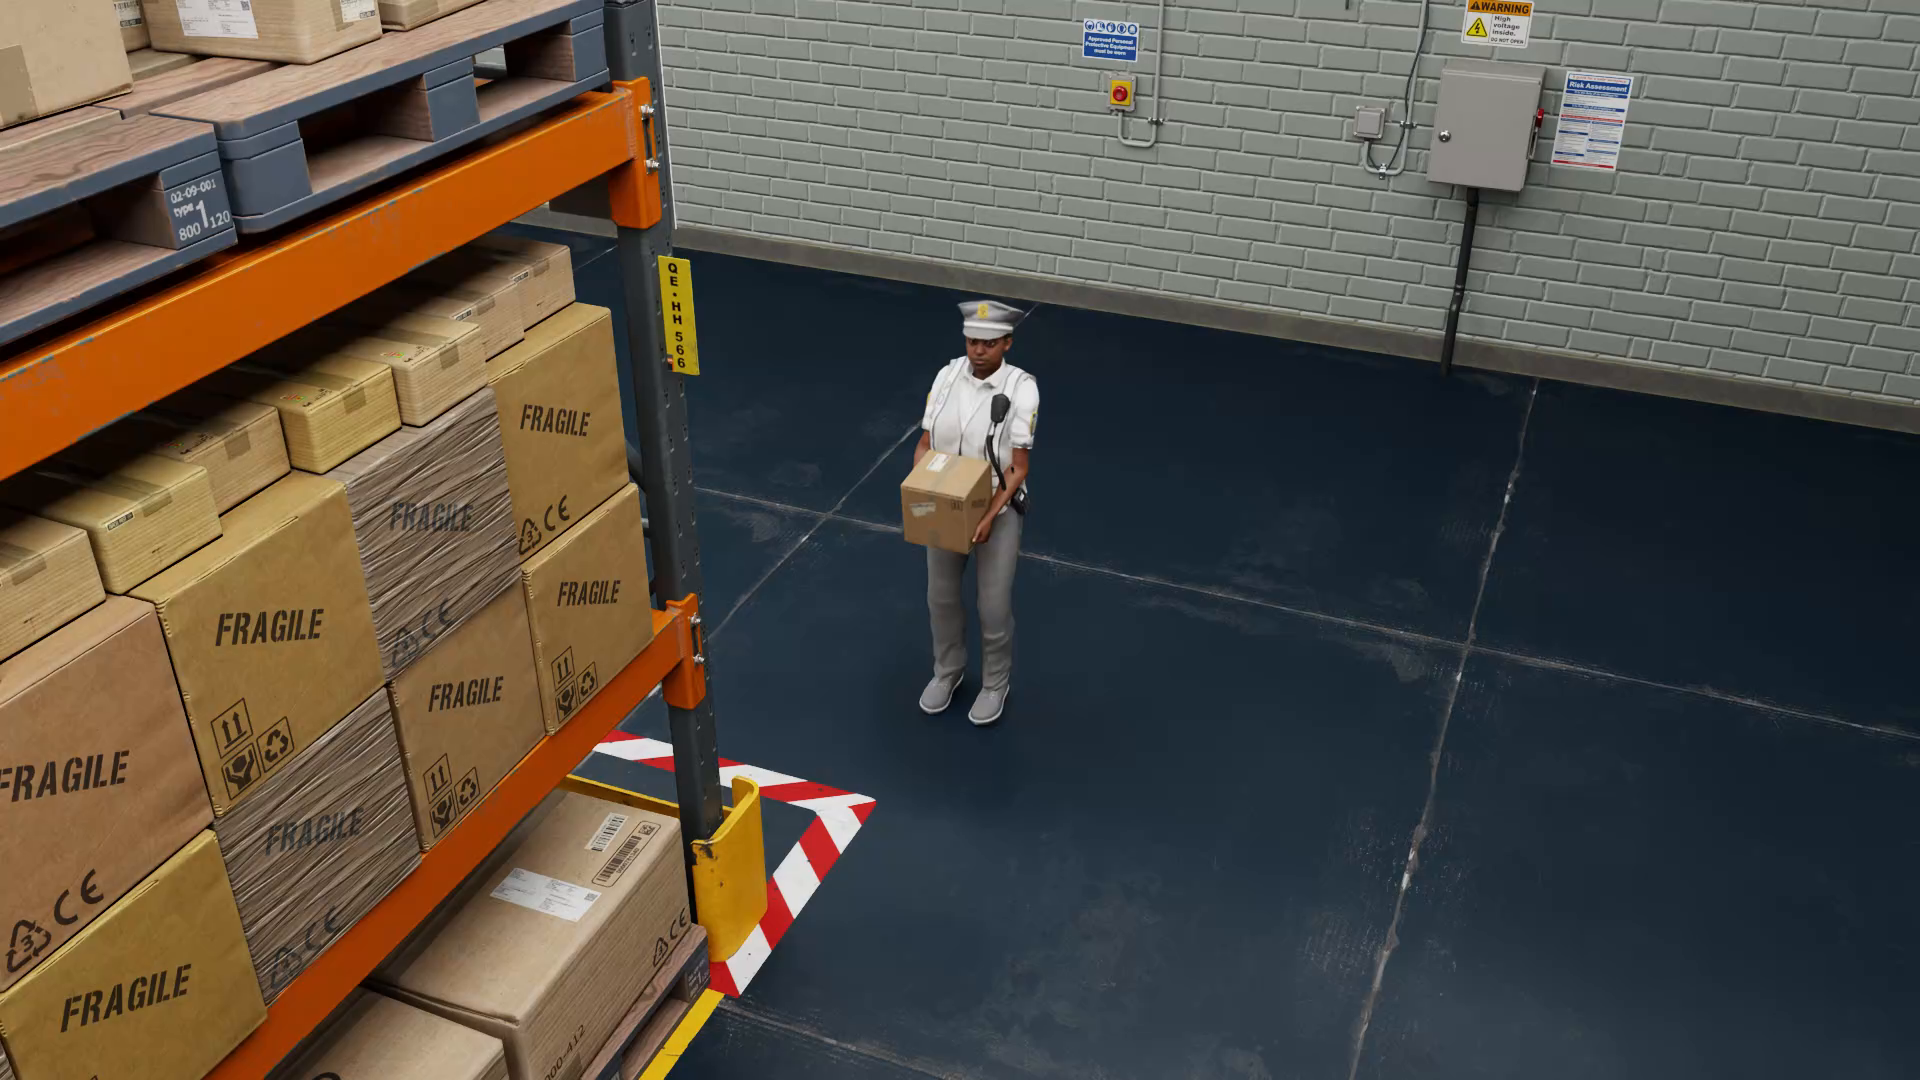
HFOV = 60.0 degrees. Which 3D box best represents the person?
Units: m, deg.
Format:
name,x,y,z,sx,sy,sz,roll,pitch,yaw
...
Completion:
name,x,y,z,sx,sy,sz,roll,pitch,yaw
person,0.032,-0.090,6.261,0.450,1.687,0.538,12,32,20
